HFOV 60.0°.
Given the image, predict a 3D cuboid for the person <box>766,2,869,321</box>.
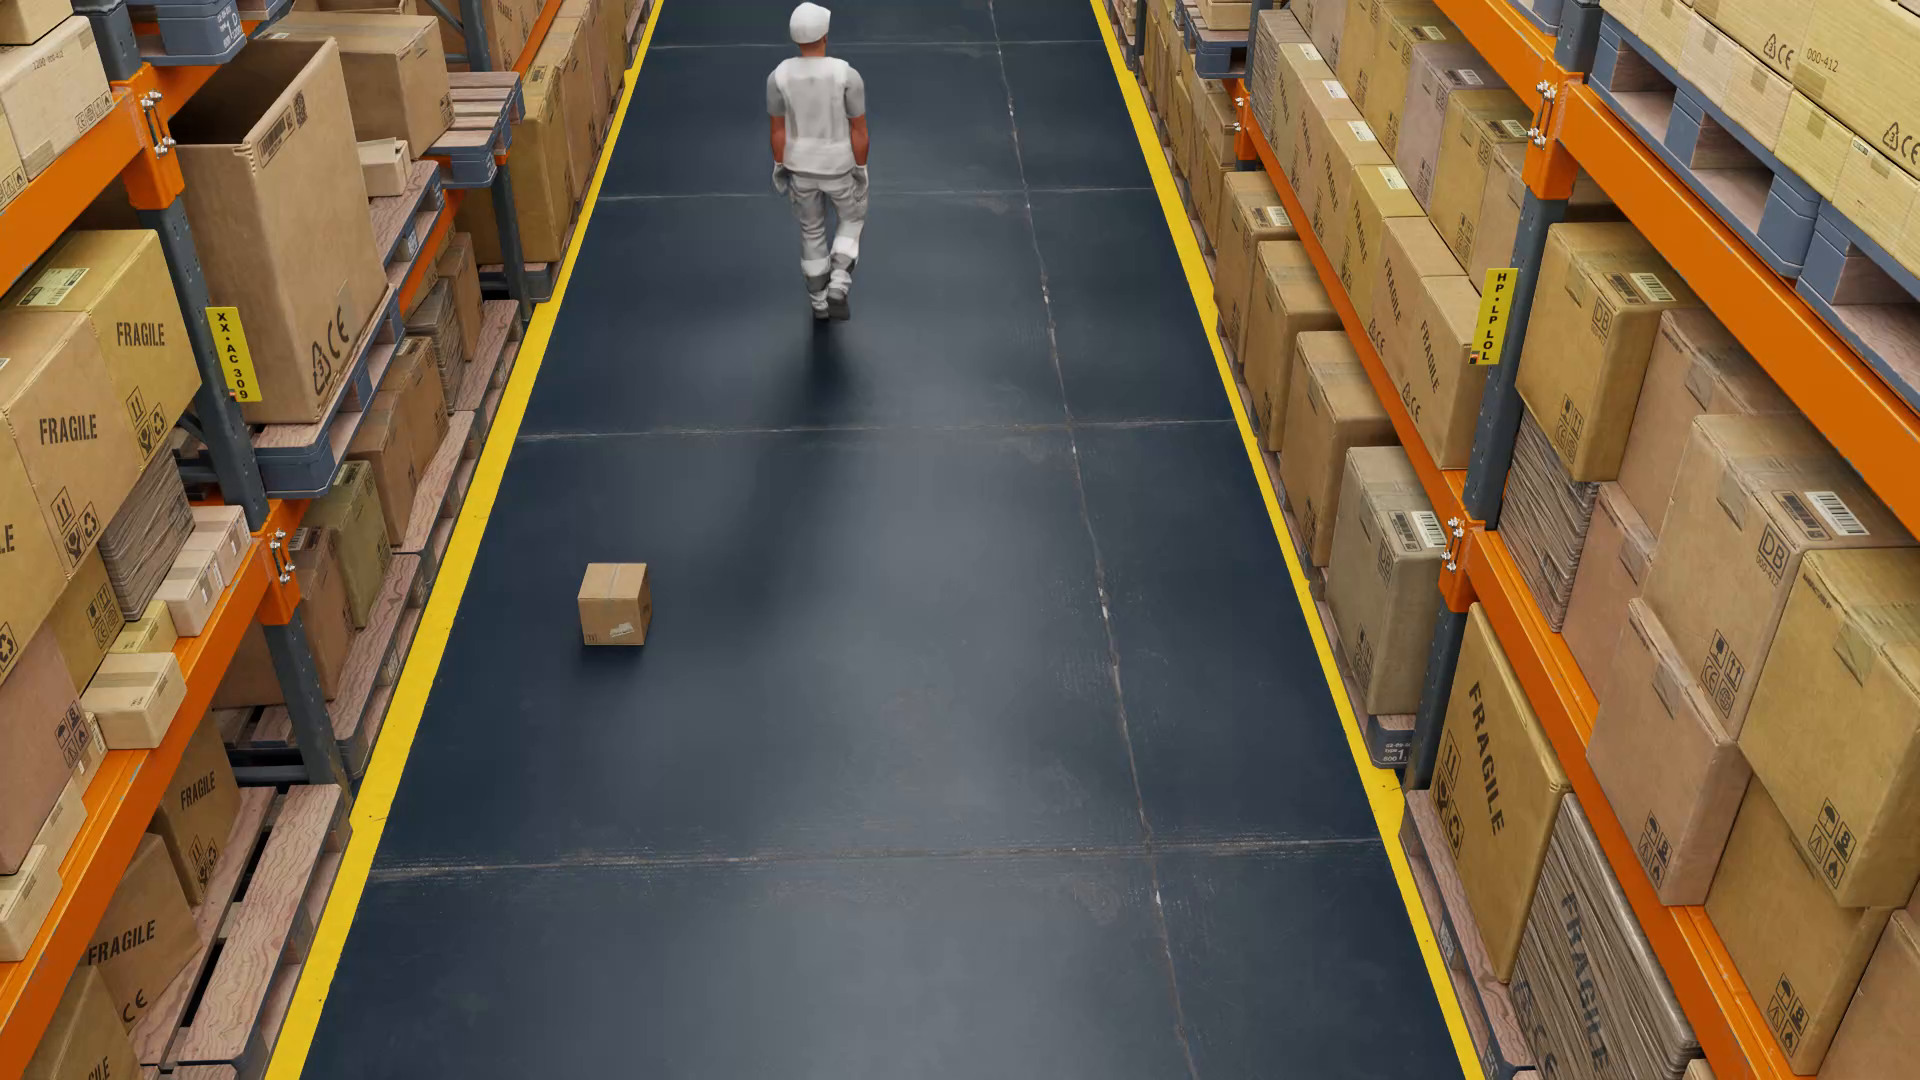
[{"bbox_3d":[-0.751,-1.995,8.940,0.542,1.782,0.550,3,35,4],"label":"person"}]
